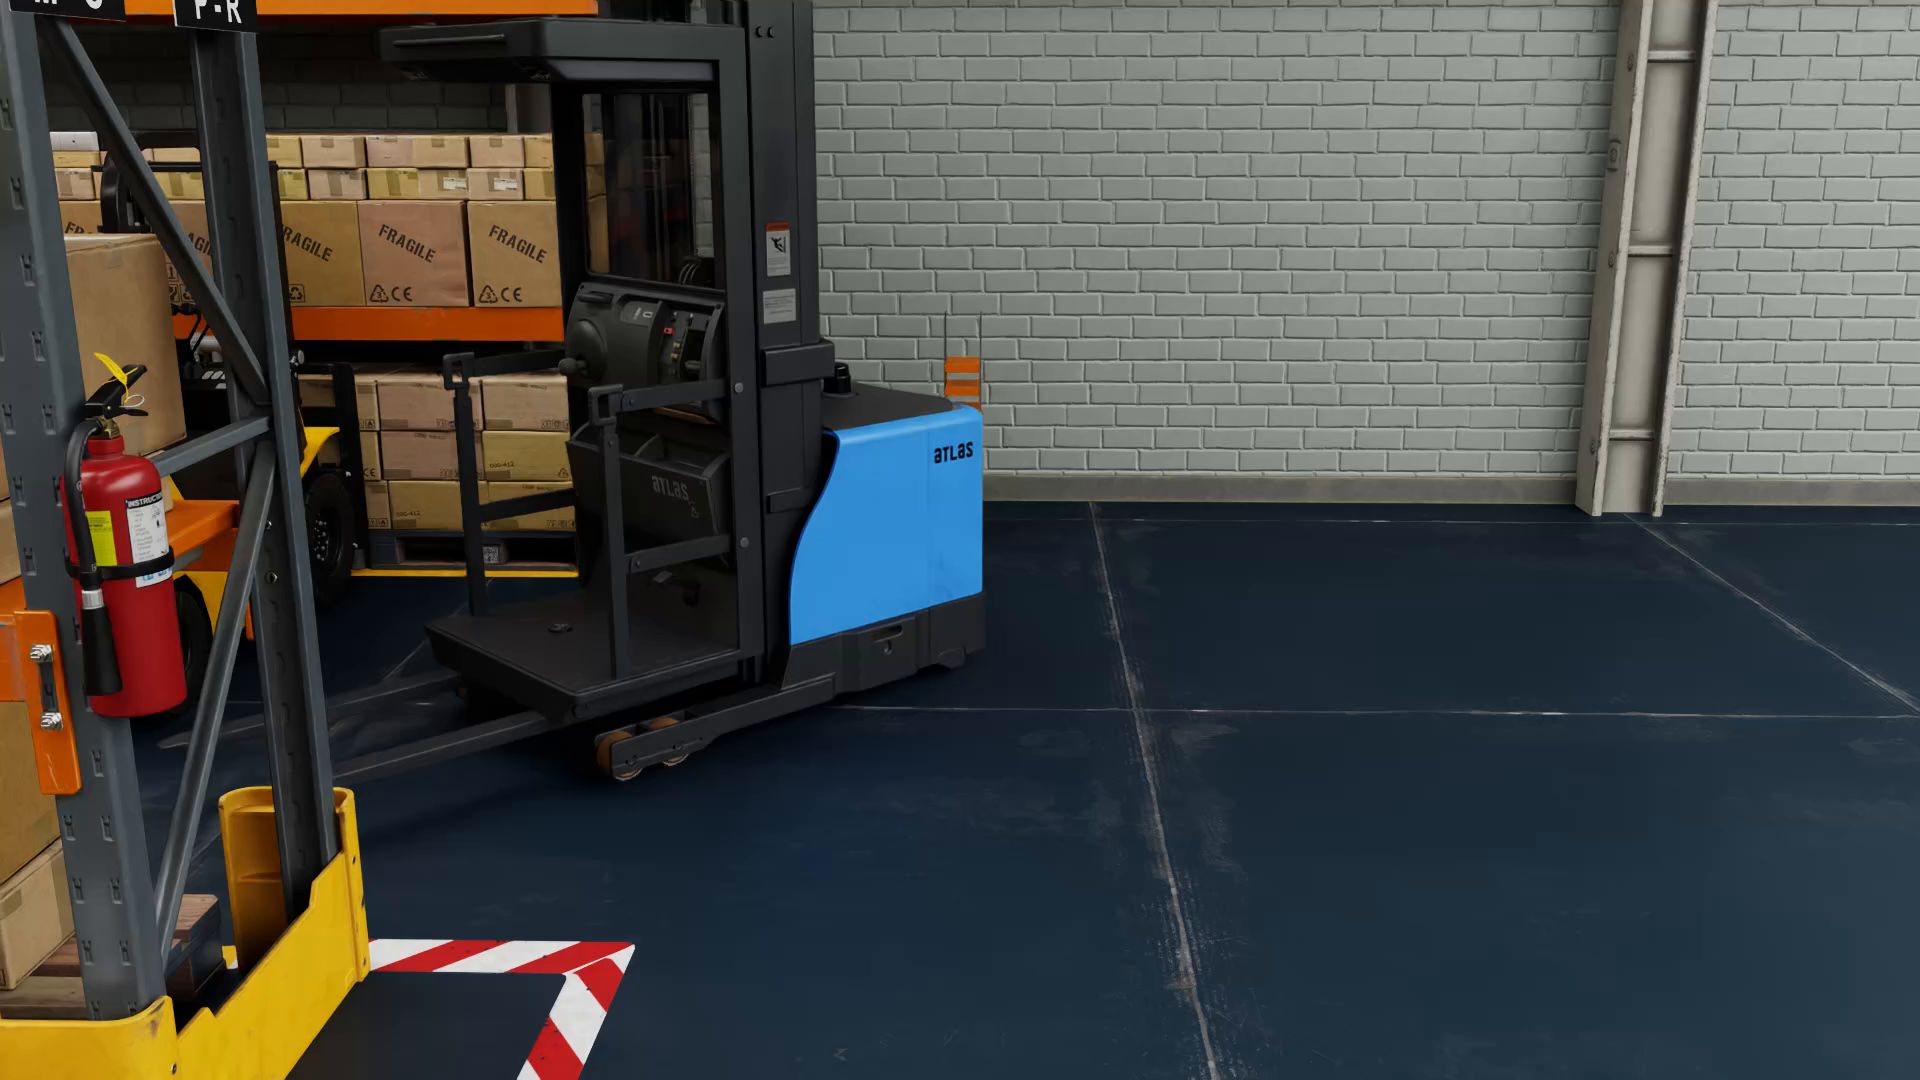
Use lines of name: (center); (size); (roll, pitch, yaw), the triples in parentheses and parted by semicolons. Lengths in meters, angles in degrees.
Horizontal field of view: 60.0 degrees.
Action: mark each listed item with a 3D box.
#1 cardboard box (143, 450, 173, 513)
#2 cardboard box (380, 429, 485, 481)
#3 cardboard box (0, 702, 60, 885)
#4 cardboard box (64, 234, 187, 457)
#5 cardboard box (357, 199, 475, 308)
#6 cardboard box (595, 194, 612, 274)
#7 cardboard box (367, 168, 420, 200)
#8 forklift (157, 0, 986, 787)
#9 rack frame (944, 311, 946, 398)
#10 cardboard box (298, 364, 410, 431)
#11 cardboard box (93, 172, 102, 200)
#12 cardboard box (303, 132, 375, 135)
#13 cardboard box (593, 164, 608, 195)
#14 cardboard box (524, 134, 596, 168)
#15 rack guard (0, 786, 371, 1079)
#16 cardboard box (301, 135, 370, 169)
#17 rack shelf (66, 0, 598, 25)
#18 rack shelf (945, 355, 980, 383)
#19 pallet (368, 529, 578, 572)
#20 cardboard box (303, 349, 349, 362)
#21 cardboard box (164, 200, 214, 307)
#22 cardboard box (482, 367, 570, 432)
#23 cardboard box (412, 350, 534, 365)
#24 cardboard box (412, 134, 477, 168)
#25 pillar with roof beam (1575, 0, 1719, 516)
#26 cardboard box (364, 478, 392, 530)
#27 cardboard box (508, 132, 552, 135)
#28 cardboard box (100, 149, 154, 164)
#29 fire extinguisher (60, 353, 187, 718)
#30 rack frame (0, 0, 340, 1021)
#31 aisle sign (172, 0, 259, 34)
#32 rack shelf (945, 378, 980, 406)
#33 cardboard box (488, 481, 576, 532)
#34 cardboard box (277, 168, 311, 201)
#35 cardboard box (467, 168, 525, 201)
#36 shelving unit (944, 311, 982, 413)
cardboard box: (-2.028, -0.097, 3.820); (0.250, 0.149, 0.380); (0, 15, 2)
cardboard box: (-2.567, -0.474, 8.344); (0.500, 0.250, 0.500); (0, 15, 1)
cardboard box: (-2.517, 0.525, 4.069); (0.500, 0.500, 0.500); (0, 15, 0)
cardboard box: (-2.160, -0.430, 3.809); (0.500, 0.500, 0.500); (0, 15, 1)
cardboard box: (-2.588, -1.420, 8.145); (0.500, 0.500, 0.500); (1, 15, 3)
cardboard box: (-2.059, -1.552, 8.646); (0.500, 0.500, 0.500); (1, 15, 3)
cardboard box: (-2.686, -1.738, 8.080); (0.250, 0.149, 0.380); (0, 15, 1)
forklift: (-1.304, -0.740, 5.899); (3.031, 2.935, 1.130); (-14, 20, -42)
rack frame: (-0.077, -0.581, 8.689); (0.006, 1.200, 0.240); (0, 15, 1)
cardboard box: (-3.055, -0.712, 8.267); (0.500, 0.250, 0.500); (1, 15, 2)
cardboard box: (-3.979, -1.733, 8.060); (0.250, 0.149, 0.380); (0, 15, 0)
cardboard box: (-3.197, -2.028, 8.596); (0.250, 0.149, 0.380); (0, 15, 0)
cardboard box: (-1.903, -1.860, 8.541); (0.250, 0.149, 0.380); (0, 15, 0)
cardboard box: (-1.934, -1.884, 8.050); (0.250, 0.149, 0.380); (0, 15, 2)
rack guard: (-1.770, 1.045, 3.901); (0.348, 0.500, 1.175); (0, 15, 1)
cardboard box: (-2.954, -1.866, 7.983); (0.250, 0.149, 0.380); (1, 15, 3)
rack shelf: (-3.570, -2.545, 8.136); (4.000, 0.370, 1.077); (0, 15, 1)
rack shelf: (0.014, -0.885, 8.606); (0.180, 0.103, 0.258); (0, 15, 1)
pallet: (-2.337, -0.075, 8.712); (1.213, 0.211, 1.003); (0, 15, 1)
cardboard box: (-3.558, -0.851, 8.793); (0.500, 0.250, 0.500); (0, 15, 0)
cardboard box: (-3.603, -1.423, 8.159); (0.500, 0.500, 0.500); (0, 15, 2)
cardboard box: (-2.039, -0.710, 8.257); (0.500, 0.250, 0.500); (1, 15, 3)
cardboard box: (-2.546, -0.840, 8.751); (0.500, 0.250, 0.500); (0, 15, 2)
cardboard box: (-2.444, -1.872, 8.006); (0.250, 0.149, 0.380); (1, 15, 3)
pillar with roof beam: (3.644, -3.428, 4.192); (0.400, 9.000, 9.100); (0, 15, 1)
cardboard box: (-3.046, -0.237, 8.424); (0.500, 0.250, 0.500); (1, 15, 2)
cardboard box: (-2.166, -2.010, 8.526); (0.250, 0.149, 0.380); (1, 15, 3)
cardboard box: (-3.969, -1.895, 8.093); (0.250, 0.149, 0.380); (0, 15, 1)
fire extinguisher: (-1.591, -0.008, 3.141); (0.183, 0.674, 0.296); (0, 15, 1)
rack frame: (-1.694, -0.164, 3.580); (0.127, 3.000, 1.000); (0, 15, 1)
aisle sign: (-1.624, -1.499, 3.546); (0.004, 0.787, 0.394); (0, 15, 1)
rack shelf: (0.014, -0.769, 8.637); (0.180, 0.103, 0.258); (0, 15, 1)
cardboard box: (-2.049, -0.225, 8.381); (0.500, 0.250, 0.500); (0, 15, 2)
cardboard box: (-3.208, -1.724, 8.028); (0.250, 0.149, 0.380); (0, 15, 2)
cardboard box: (-2.181, -1.716, 7.998); (0.250, 0.149, 0.380); (1, 15, 2)
shelving unit: (0.014, -0.580, 8.687); (0.189, 1.200, 0.258); (0, 15, 1)
